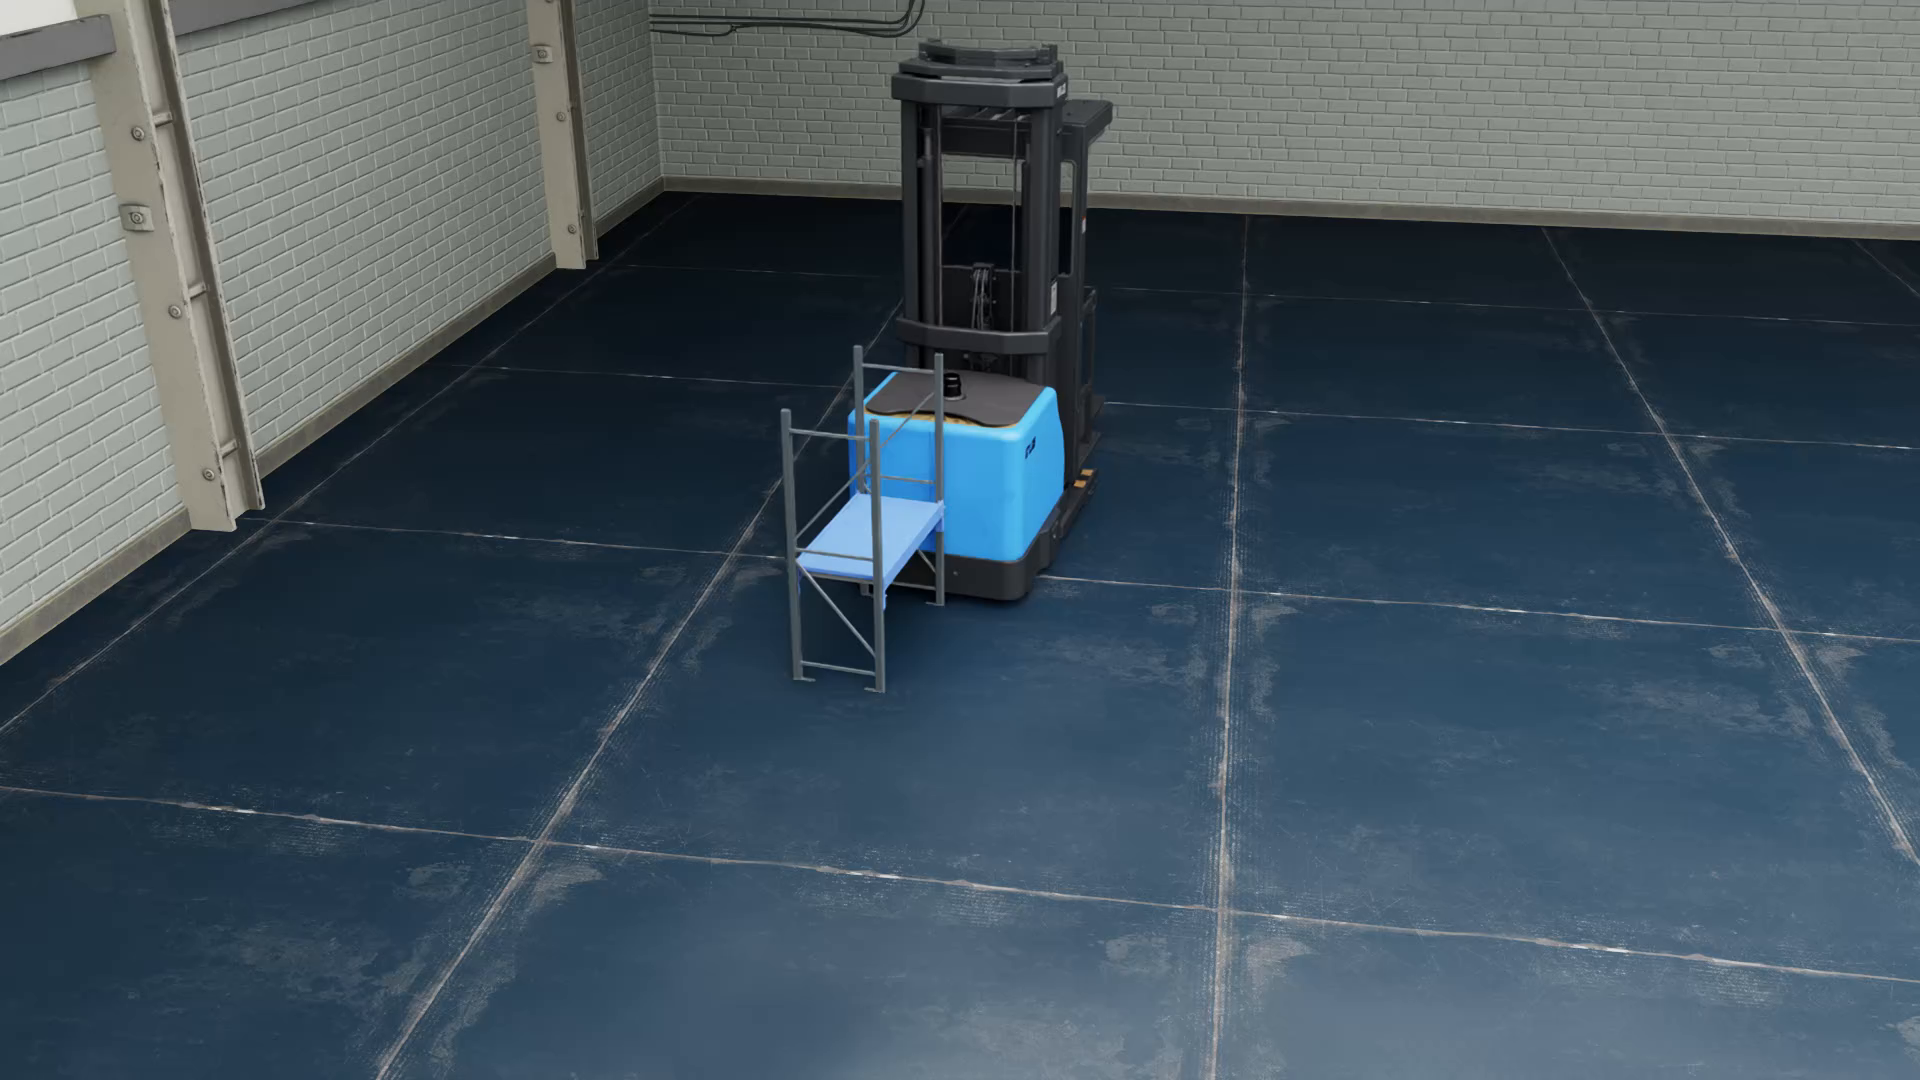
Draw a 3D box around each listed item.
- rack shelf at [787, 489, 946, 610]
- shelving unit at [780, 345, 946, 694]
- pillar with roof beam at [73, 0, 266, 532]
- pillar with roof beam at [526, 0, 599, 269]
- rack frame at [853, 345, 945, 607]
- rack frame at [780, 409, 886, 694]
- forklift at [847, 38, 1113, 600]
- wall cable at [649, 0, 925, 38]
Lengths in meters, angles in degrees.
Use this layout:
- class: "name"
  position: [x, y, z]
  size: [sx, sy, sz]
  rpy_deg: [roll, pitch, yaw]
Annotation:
- class: "rack shelf"
  position: [-0.479, 0.034, 8.831]
  size: [0.538, 0.185, 1.000]
  rpy_deg: [7, 26, 15]
- class: "shelving unit"
  position: [-0.479, -0.128, 8.755]
  size: [0.538, 1.500, 1.048]
  rpy_deg: [7, 26, 15]
- class: "pillar with roof beam"
  position: [-0.408, -3.922, 8.015]
  size: [9.100, 9.000, 0.400]
  rpy_deg: [4, 25, 9]
- class: "pillar with roof beam"
  position: [0.573, -6.432, 13.376]
  size: [9.100, 9.000, 0.400]
  rpy_deg: [4, 25, 9]
- class: "rack frame"
  position: [-0.331, -0.335, 9.196]
  size: [0.500, 1.500, 0.032]
  rpy_deg: [7, 26, 15]
- class: "rack frame"
  position: [-0.627, 0.078, 8.315]
  size: [0.500, 1.500, 0.032]
  rpy_deg: [7, 26, 15]
- class: "forklift"
  position: [0.275, -1.589, 10.188]
  size: [1.130, 2.935, 3.031]
  rpy_deg: [7, 26, 15]
- class: "wall cable"
  position: [-1.888, -6.464, 17.108]
  size: [3.097, 2.526, 0.112]
  rpy_deg: [4, 25, 9]
